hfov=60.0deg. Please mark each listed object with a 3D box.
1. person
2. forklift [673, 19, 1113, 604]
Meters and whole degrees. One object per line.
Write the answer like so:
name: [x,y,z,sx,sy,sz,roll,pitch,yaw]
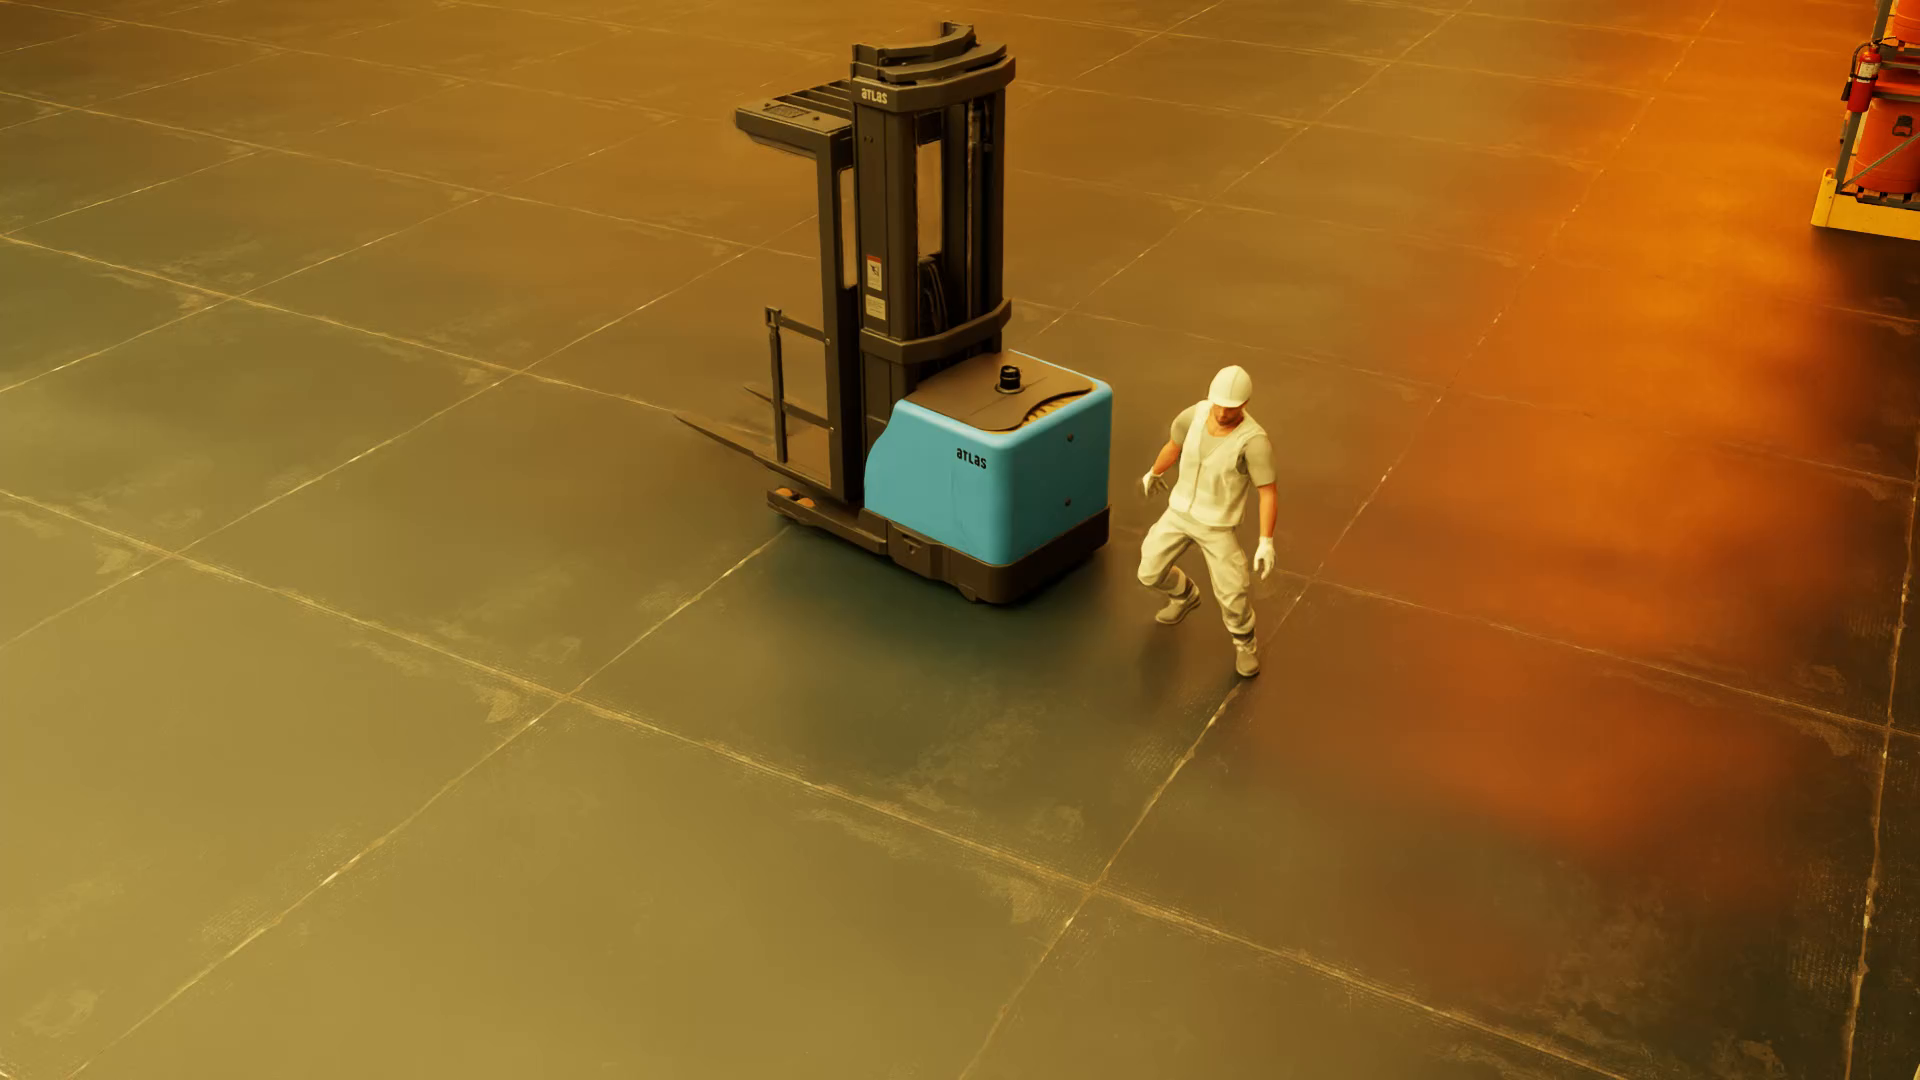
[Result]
person: [1.270,-0.150,8.577,0.488,1.691,0.923,-26,39,-38]
forklift: [-0.550,-1.531,9.723,3.031,2.935,1.130,24,38,35]
